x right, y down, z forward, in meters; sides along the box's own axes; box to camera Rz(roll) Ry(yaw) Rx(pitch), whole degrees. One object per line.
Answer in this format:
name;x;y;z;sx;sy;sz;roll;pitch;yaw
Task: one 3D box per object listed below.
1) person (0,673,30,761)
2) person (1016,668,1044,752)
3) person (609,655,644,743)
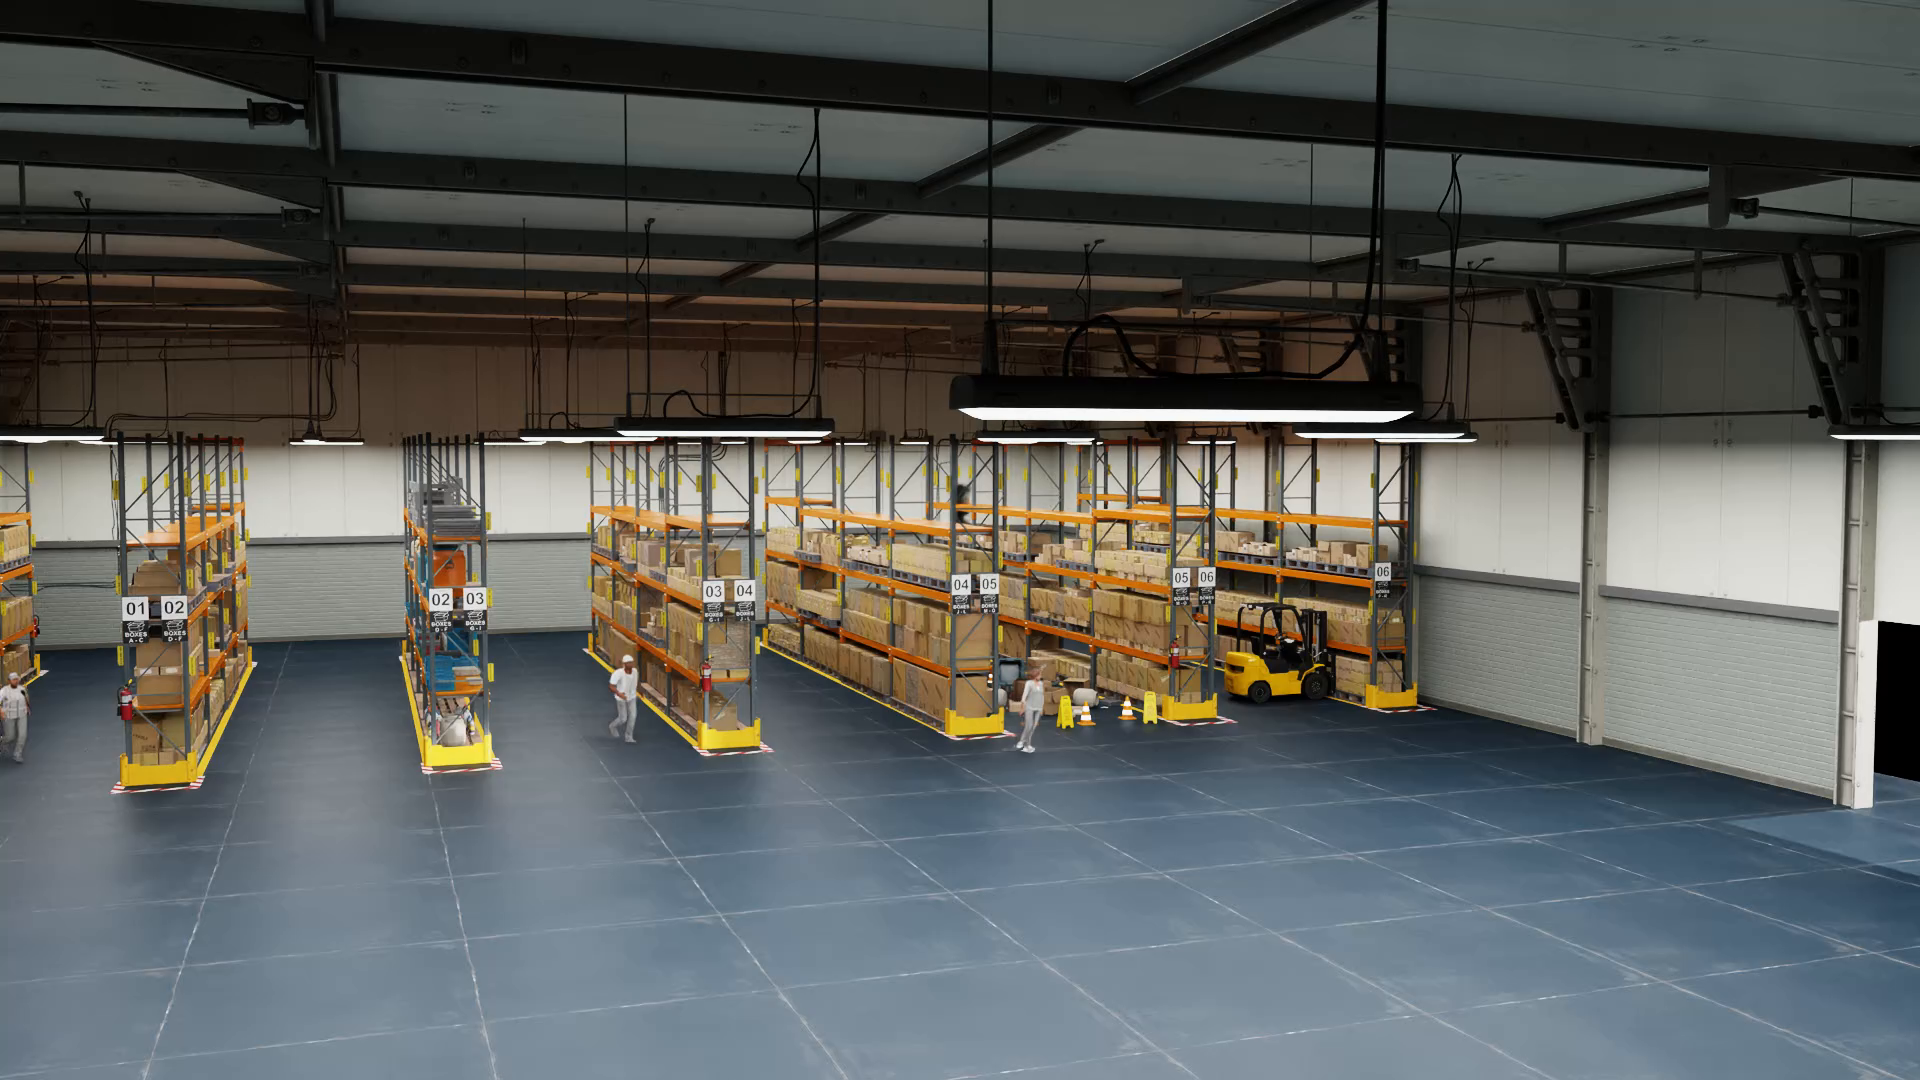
person;-17.358;3.241;30.470;0.642;1.610;0.616;3;4;41
person;1.321;3.190;31.248;0.523;1.579;0.420;-2;4;-35
person;-6.555;3.076;32.348;0.705;1.715;0.781;-3;4;-42
